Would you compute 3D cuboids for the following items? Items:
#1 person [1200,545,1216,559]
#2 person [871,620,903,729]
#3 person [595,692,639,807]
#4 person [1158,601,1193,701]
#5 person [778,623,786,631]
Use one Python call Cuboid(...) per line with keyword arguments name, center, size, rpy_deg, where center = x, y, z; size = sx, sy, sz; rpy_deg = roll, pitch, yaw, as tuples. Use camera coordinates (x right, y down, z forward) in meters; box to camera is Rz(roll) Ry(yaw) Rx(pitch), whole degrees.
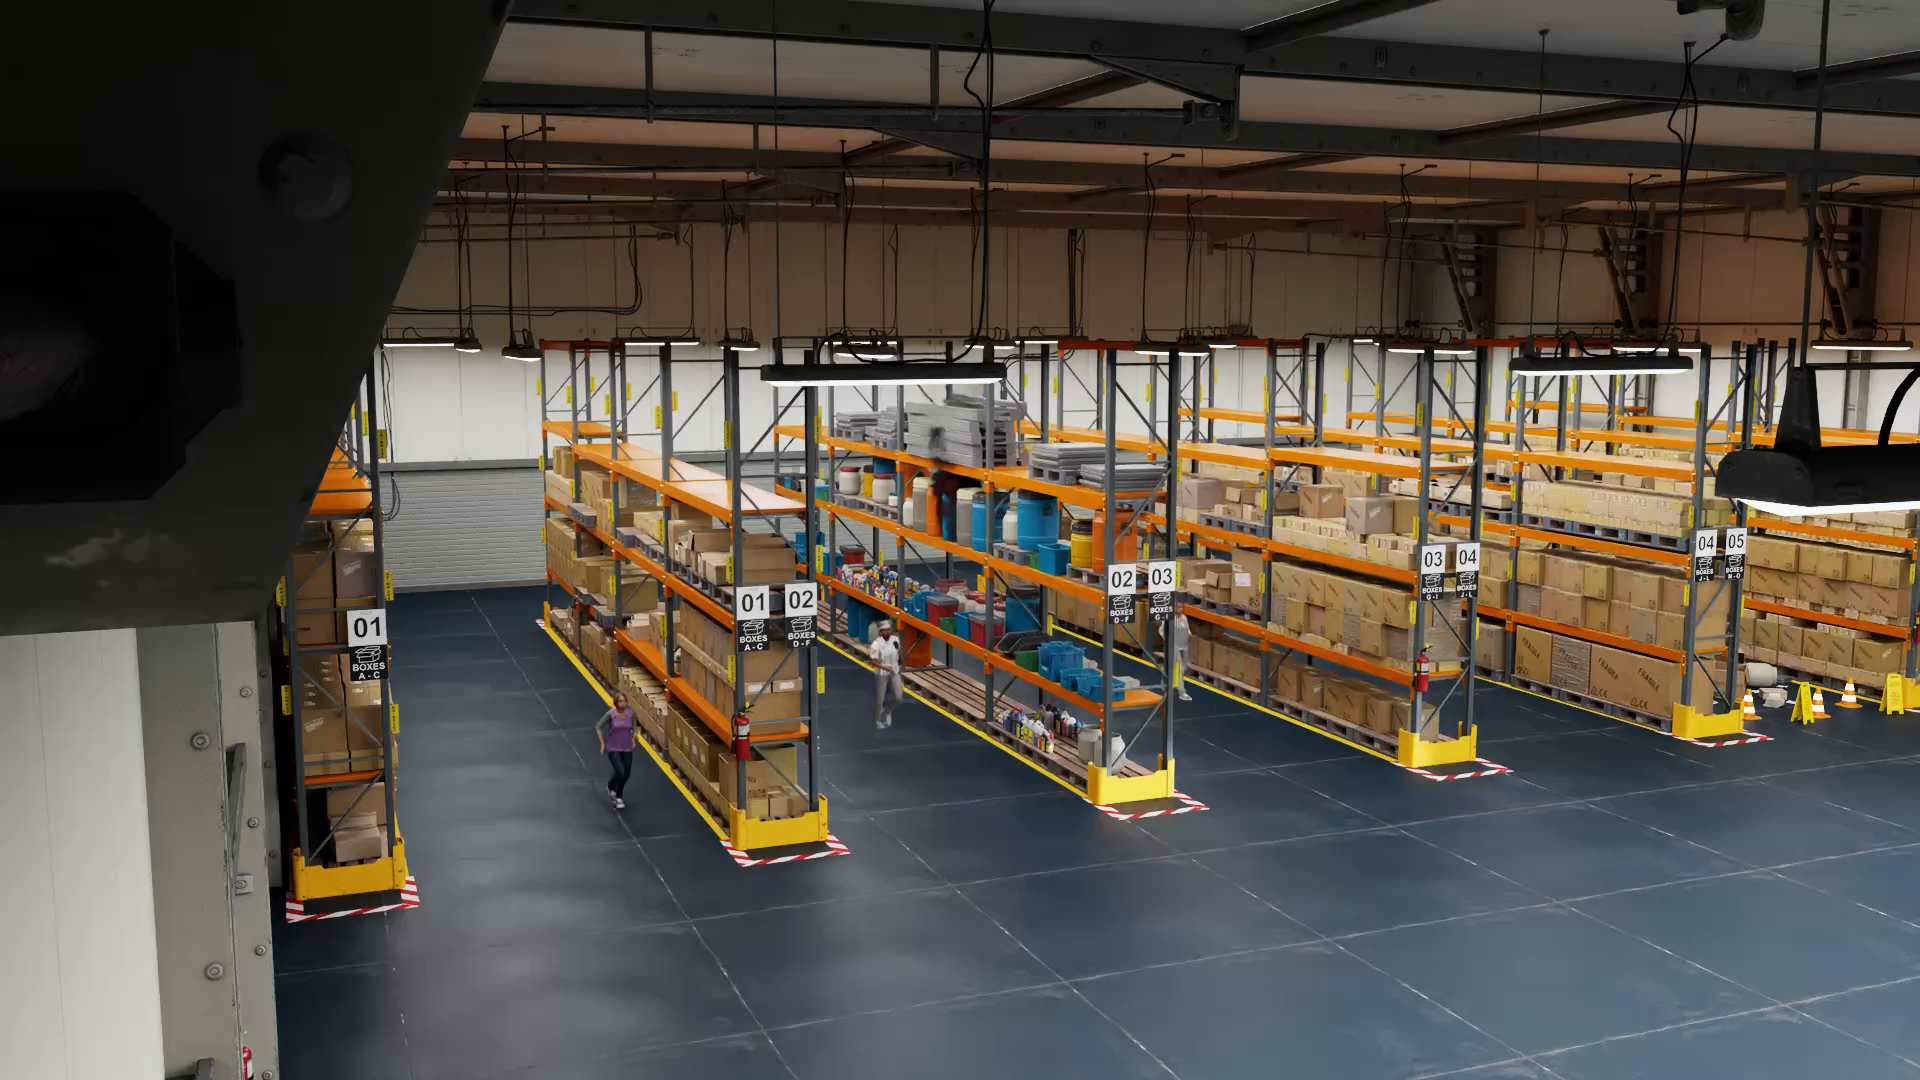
Cuboid(name="person", center=(6.176, -0.052, 42.037), size=(0.985, 1.776, 0.654), rpy_deg=(-4, 8, -27))
Cuboid(name="person", center=(-1.056, 2.006, 24.775), size=(0.600, 1.679, 0.698), rpy_deg=(-4, 8, -26))
Cuboid(name="person", center=(-4.426, 2.749, 21.670), size=(0.515, 1.556, 0.629), rpy_deg=(-5, 9, -33))
Cuboid(name="person", center=(3.514, 1.767, 26.874), size=(0.548, 1.578, 0.726), rpy_deg=(-5, 9, -33))
Cuboid(name="person", center=(-2.937, 1.500, 29.023), size=(0.588, 1.681, 0.633), rpy_deg=(-5, 9, -35))
